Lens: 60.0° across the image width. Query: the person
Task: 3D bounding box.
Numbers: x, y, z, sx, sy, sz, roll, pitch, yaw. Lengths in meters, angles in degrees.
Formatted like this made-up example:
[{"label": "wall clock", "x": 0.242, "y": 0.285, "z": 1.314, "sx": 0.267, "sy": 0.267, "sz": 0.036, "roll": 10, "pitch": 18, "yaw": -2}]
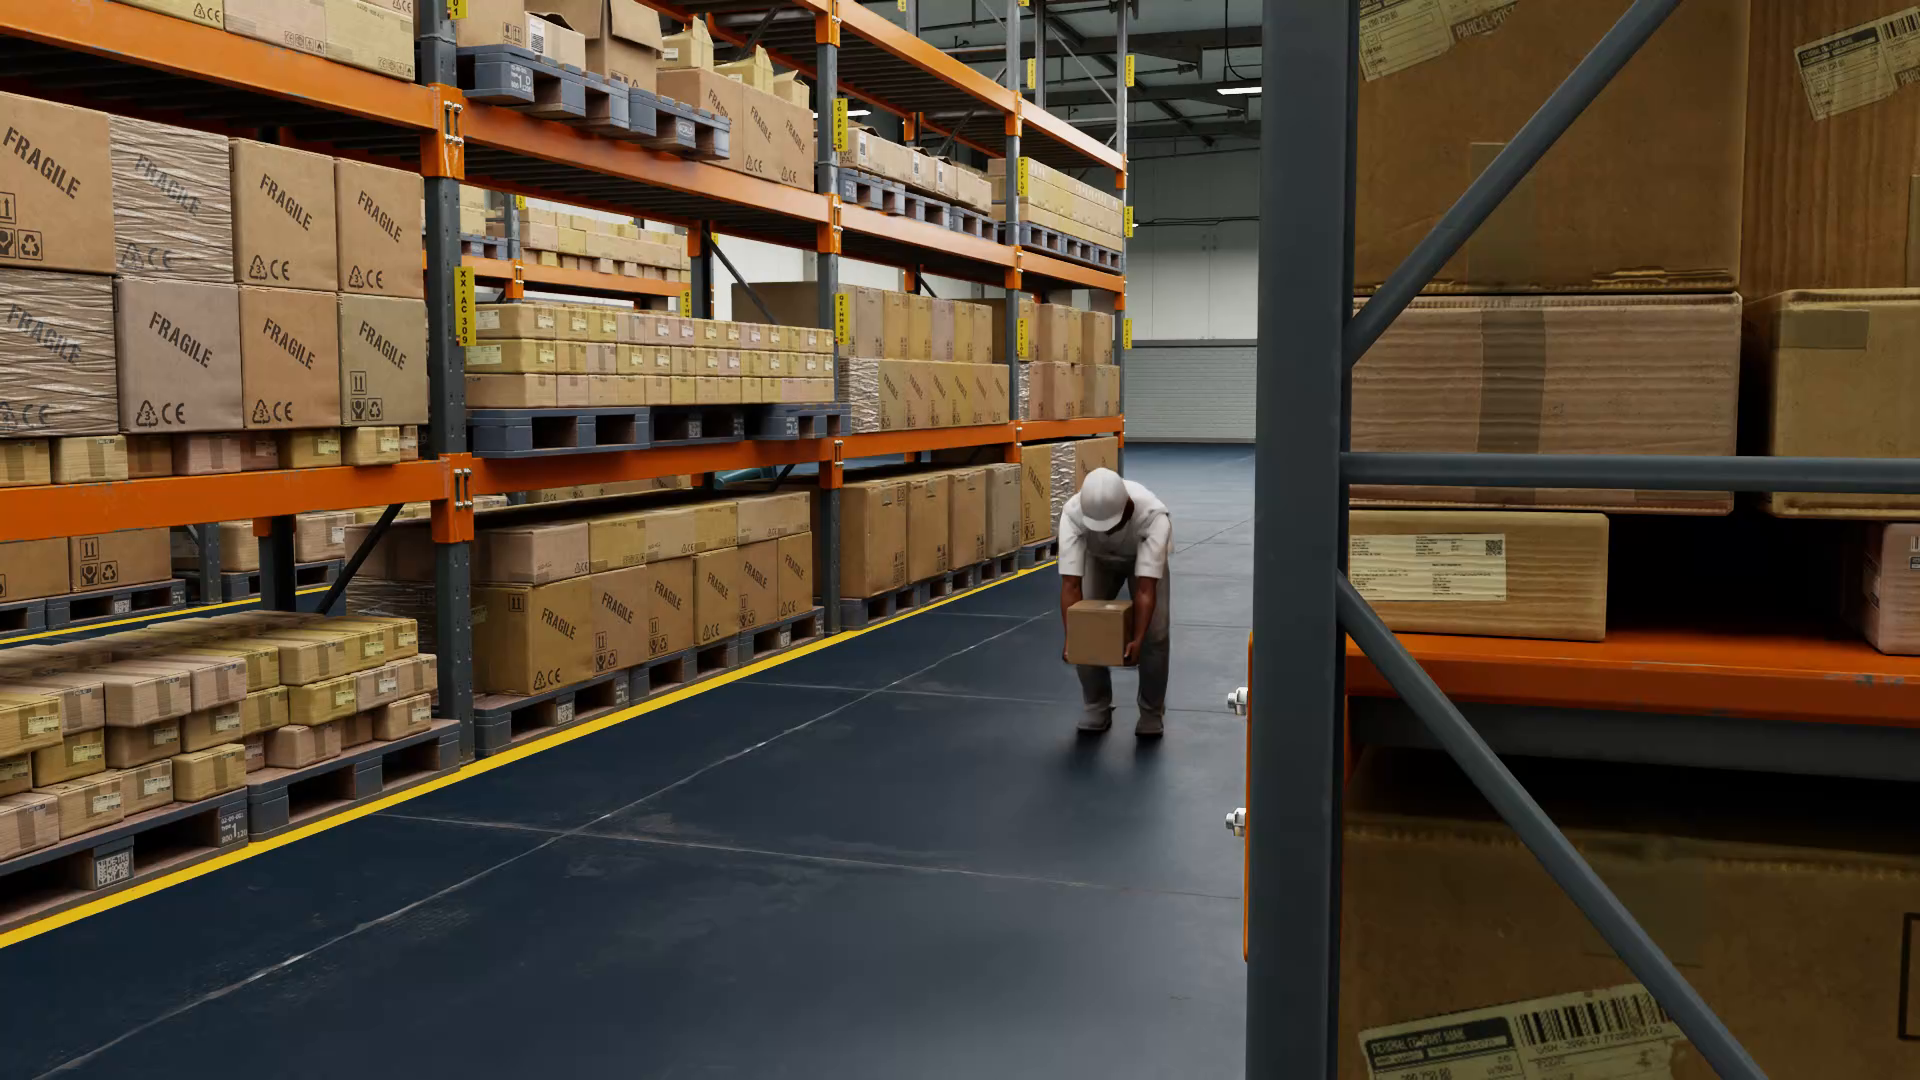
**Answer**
[{"label": "person", "x": 0.716, "y": 0.284, "z": 7.547, "sx": 0.496, "sy": 1.255, "sz": 0.940, "roll": 2, "pitch": 5, "yaw": 16}]
